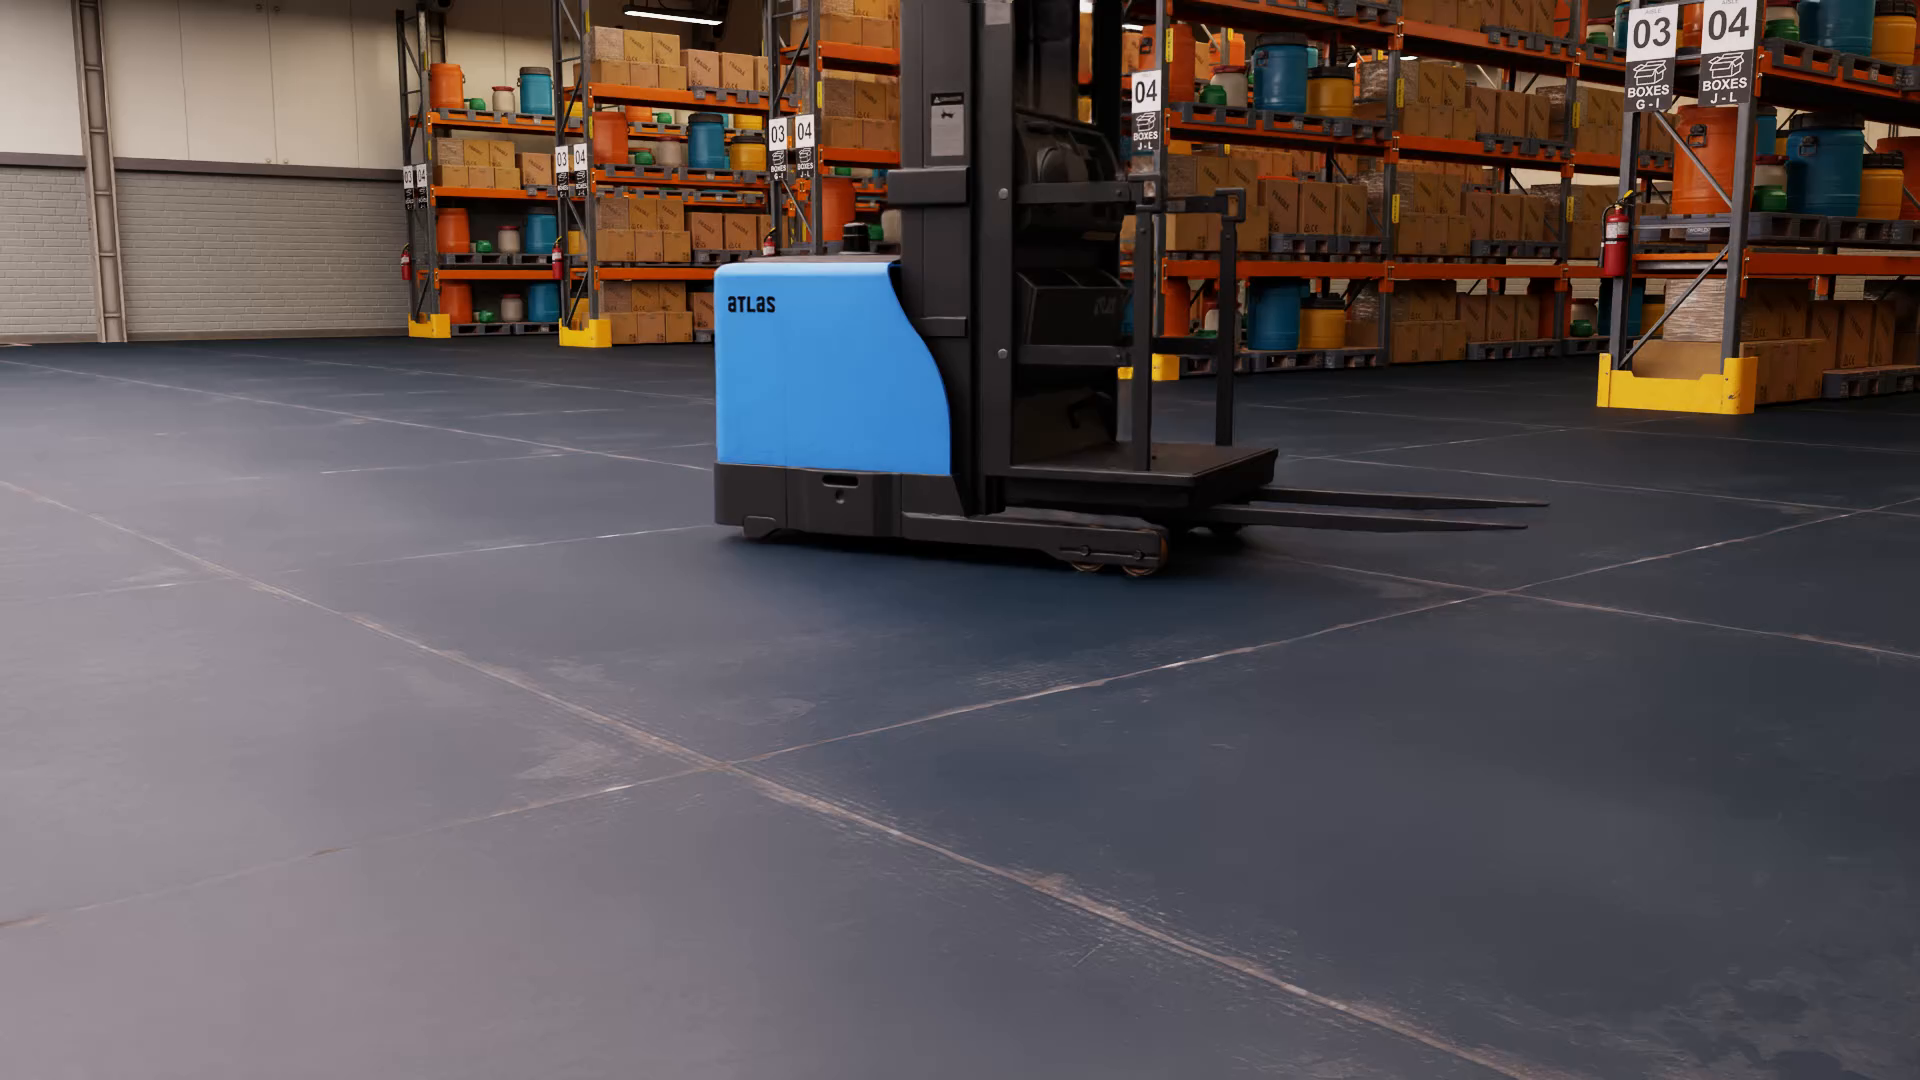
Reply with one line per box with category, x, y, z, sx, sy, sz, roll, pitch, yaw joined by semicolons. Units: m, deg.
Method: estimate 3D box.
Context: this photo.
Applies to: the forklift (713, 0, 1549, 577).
forklift;0.593;-1.414;6.094;3.031;2.935;1.130;4;10;25
